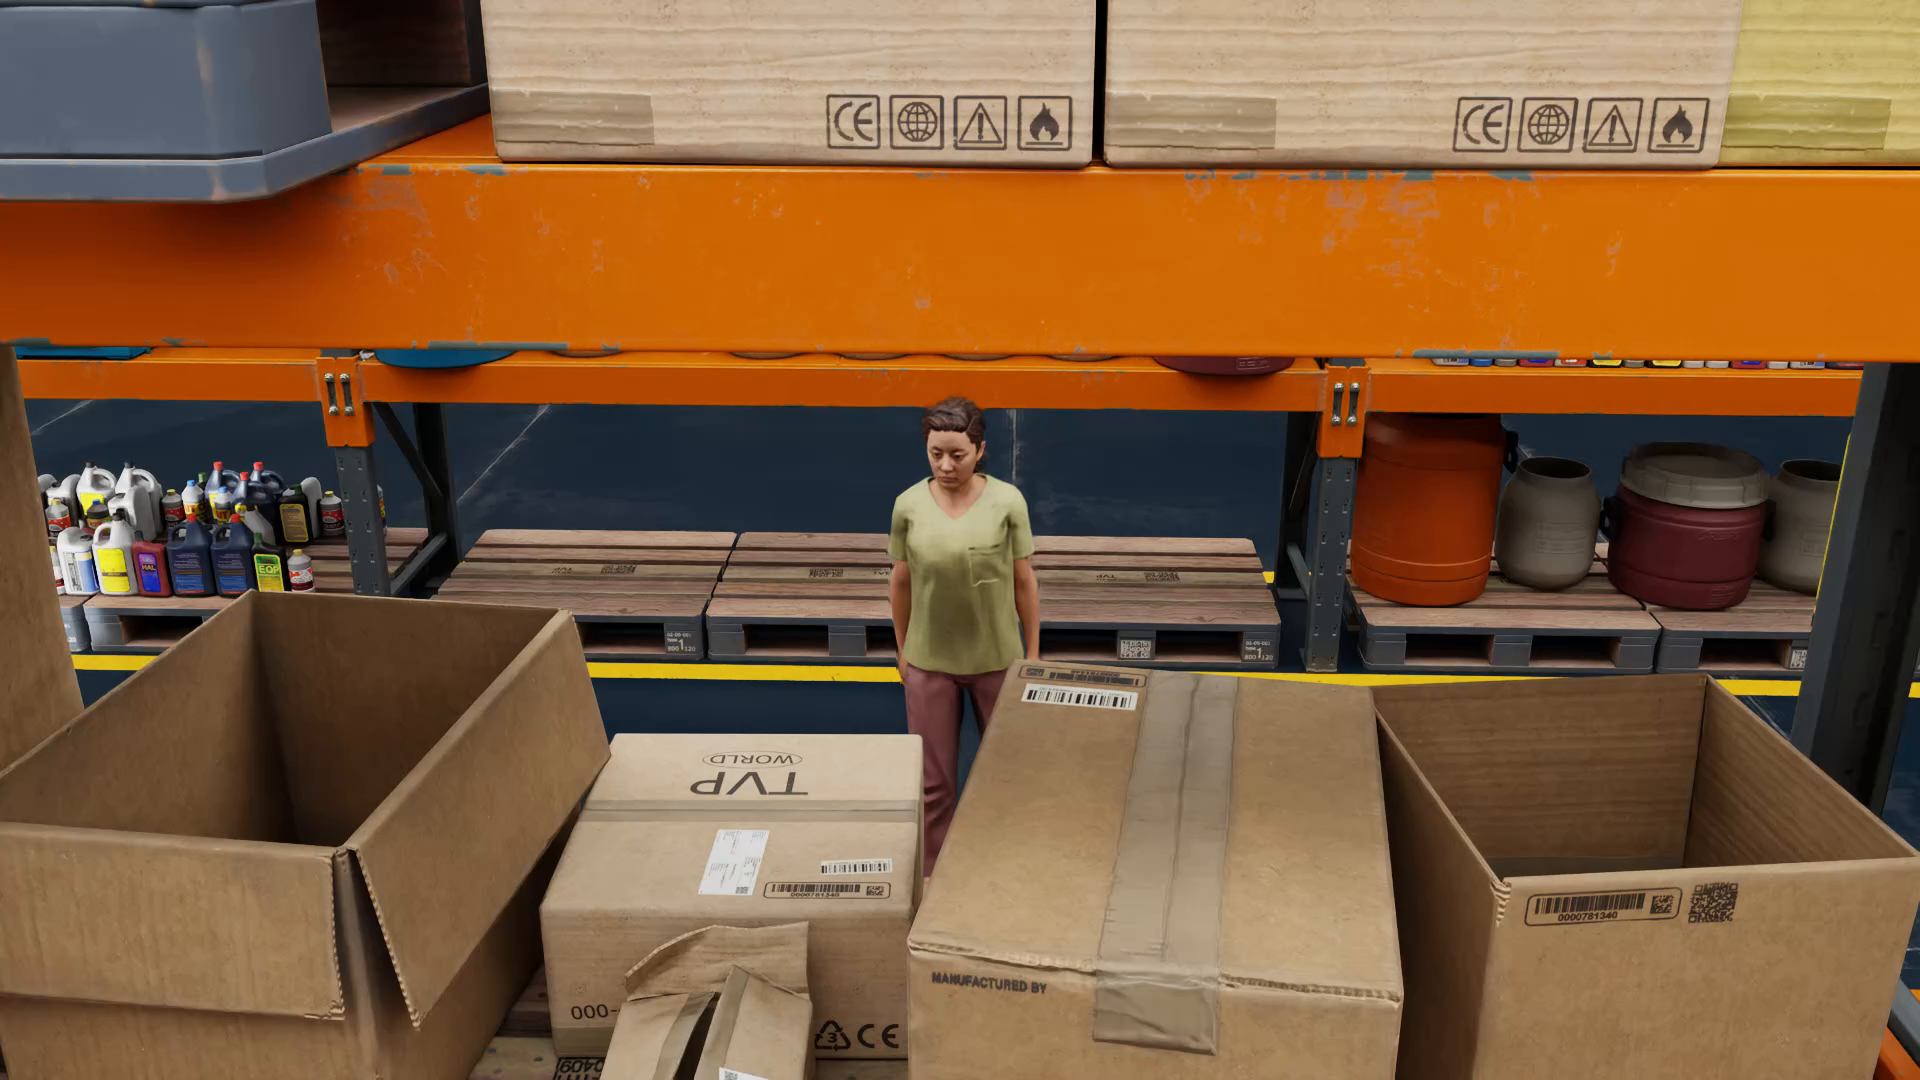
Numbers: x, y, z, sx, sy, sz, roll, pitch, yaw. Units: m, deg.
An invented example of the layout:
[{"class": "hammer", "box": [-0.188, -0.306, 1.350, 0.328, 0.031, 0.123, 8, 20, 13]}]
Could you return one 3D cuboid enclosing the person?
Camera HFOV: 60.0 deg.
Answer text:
[{"class": "person", "box": [0.012, 0.413, 5.036, 0.472, 1.606, 0.719, 1, 21, 2]}]
